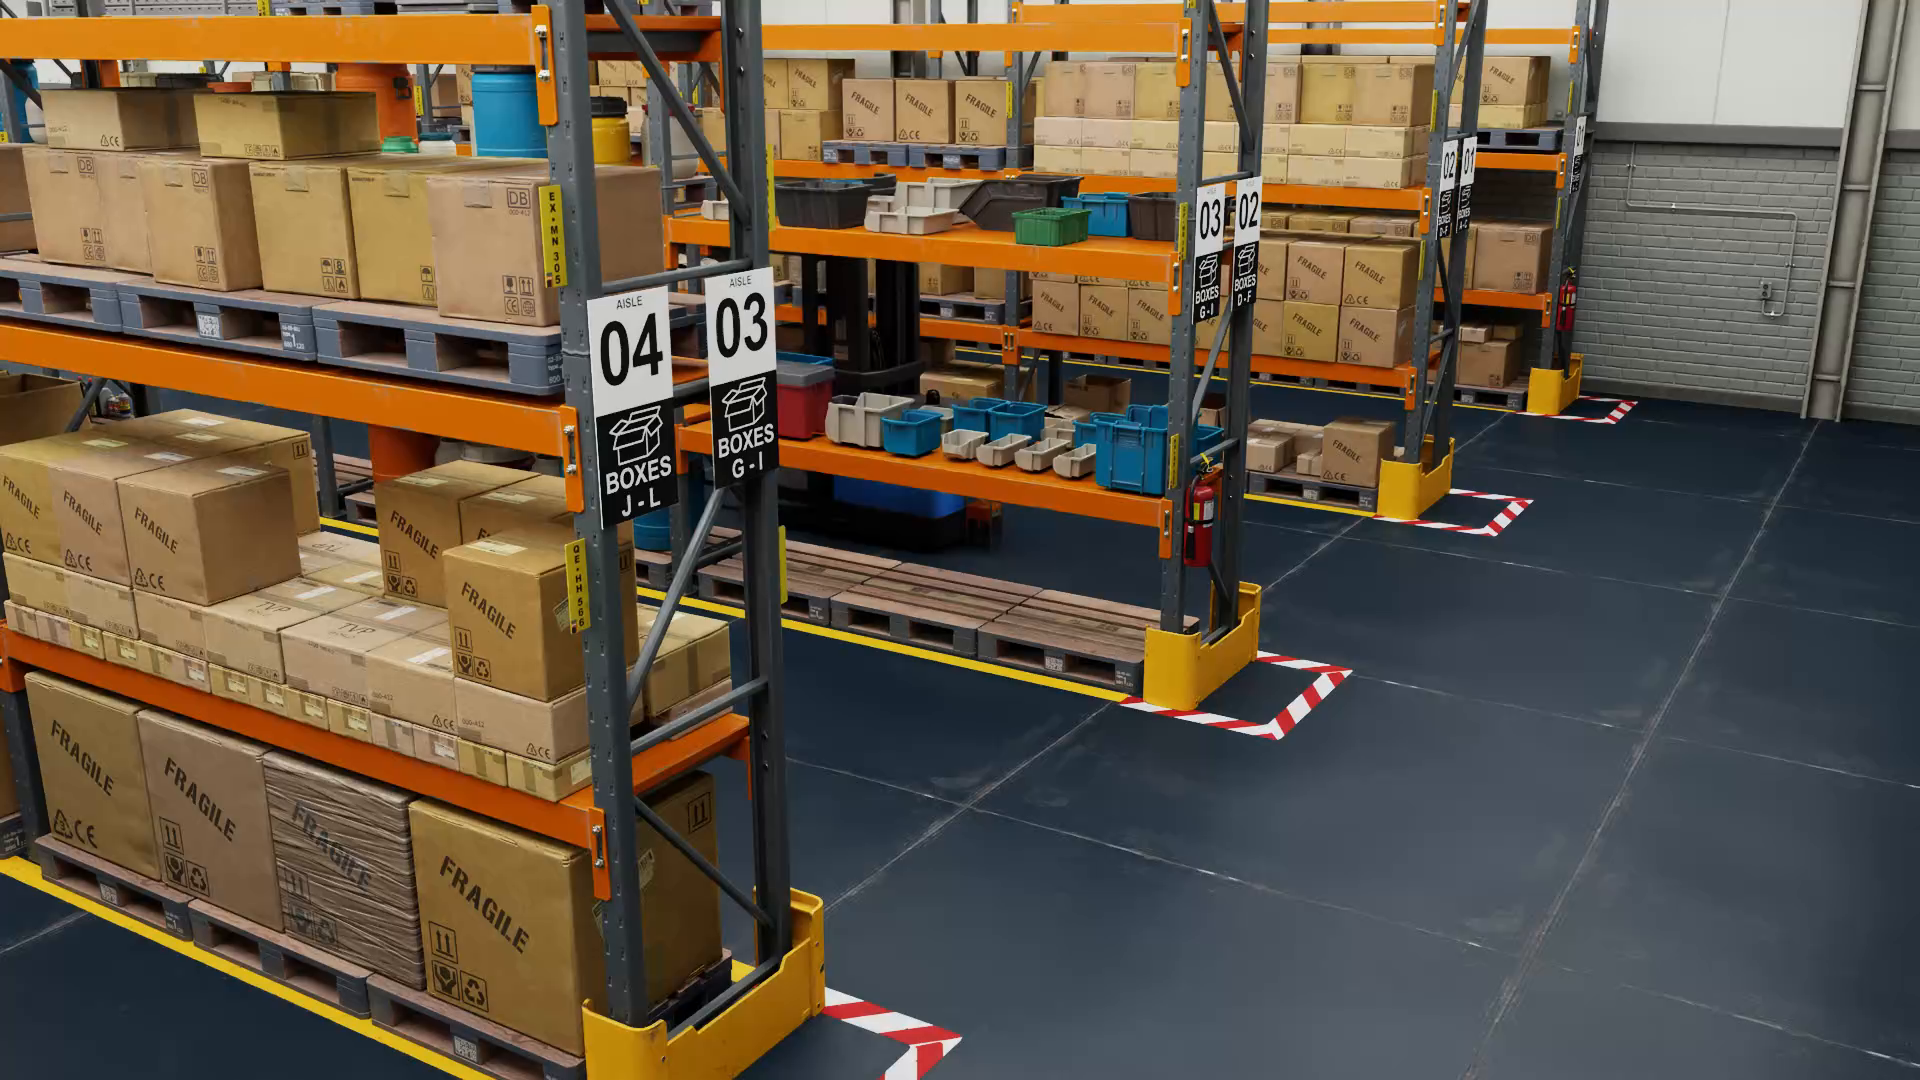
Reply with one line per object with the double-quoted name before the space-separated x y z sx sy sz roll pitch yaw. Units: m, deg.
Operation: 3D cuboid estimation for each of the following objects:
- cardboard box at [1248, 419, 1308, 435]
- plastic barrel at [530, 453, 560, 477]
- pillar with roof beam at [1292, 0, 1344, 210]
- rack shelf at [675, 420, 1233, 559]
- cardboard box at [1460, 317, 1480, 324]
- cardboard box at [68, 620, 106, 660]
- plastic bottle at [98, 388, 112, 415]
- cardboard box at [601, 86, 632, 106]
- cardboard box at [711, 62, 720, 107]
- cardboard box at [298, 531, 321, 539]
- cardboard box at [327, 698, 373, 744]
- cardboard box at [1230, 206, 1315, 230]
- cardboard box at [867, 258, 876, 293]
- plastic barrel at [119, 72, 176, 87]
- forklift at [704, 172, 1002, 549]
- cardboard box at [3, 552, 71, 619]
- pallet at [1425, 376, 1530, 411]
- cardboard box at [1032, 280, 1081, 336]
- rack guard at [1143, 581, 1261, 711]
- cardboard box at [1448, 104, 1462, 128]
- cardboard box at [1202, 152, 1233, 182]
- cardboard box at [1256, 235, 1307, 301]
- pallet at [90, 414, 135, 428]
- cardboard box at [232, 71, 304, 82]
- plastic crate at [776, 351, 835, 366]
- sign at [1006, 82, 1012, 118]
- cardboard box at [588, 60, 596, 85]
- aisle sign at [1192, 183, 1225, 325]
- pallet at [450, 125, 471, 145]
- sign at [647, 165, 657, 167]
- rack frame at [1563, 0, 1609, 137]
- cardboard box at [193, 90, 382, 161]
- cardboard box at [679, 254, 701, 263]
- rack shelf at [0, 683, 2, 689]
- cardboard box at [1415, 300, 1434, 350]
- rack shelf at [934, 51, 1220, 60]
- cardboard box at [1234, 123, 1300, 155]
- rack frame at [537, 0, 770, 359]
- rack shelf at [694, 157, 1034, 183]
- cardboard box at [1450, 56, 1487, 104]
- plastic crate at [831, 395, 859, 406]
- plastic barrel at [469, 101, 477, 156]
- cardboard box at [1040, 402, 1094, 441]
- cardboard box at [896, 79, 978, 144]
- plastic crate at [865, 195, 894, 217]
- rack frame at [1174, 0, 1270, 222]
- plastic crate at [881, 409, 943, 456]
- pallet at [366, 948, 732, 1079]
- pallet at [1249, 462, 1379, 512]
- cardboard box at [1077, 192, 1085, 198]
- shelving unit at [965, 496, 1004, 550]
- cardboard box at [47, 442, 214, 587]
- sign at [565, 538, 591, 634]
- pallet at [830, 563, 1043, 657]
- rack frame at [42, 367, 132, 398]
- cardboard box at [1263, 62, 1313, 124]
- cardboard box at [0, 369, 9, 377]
"cardboard box" 2.988 -0.957 15.844 0.500 0.250 0.500 10 20 30
"plastic barrel" -3.341 -0.452 13.767 0.421 0.512 0.421 0 17 0
"pillar with roof beam" 2.132 -5.505 16.520 0.400 9.000 9.100 10 20 30
"rack shelf" -0.144 -0.491 11.573 4.000 0.370 1.077 10 20 30
"cardboard box" 5.875 -2.489 19.375 0.250 0.149 0.380 10 20 30
"cardboard box" -3.914 0.415 7.786 0.250 0.149 0.380 11 20 32
"plastic bottle" -8.998 -1.463 17.464 0.135 0.276 0.152 11 20 32
"cardboard box" -4.957 -6.473 24.662 0.500 0.500 0.500 9 19 28
"cardboard box" -2.293 -4.867 17.690 0.500 0.500 0.500 10 20 30
"cardboard box" -3.485 0.097 8.146 0.500 0.250 0.500 11 20 32
"cardboard box" -2.379 0.689 6.885 0.250 0.149 0.380 10 19 29
"cardboard box" 3.790 -3.650 20.219 0.700 0.700 0.980 10 20 31
"cardboard box" -0.791 -2.867 17.266 0.500 0.500 0.700 5 18 16
"plastic barrel" -7.561 -3.908 15.562 0.600 0.901 0.600 0 17 0
"forklift" -1.158 -1.634 14.218 3.031 2.935 1.130 11 20 32
"cardboard box" -4.177 0.153 7.961 0.500 0.250 0.500 10 19 29
"pallet" 6.022 -1.752 19.286 1.213 0.211 1.003 10 20 30
"cardboard box" 1.039 -2.268 16.015 0.500 0.500 0.500 11 20 31
"rack guard" 1.587 0.666 10.829 0.348 0.500 1.175 10 20 30
"cardboard box" 5.538 -4.721 18.465 0.500 0.250 0.500 9 19 28
"cardboard box" 2.309 -3.365 14.894 0.500 0.250 0.500 10 20 30
"cardboard box" 2.757 -2.437 14.851 0.500 0.500 0.500 11 20 32
"pallet" -9.216 -1.134 17.252 1.213 0.211 1.003 10 20 30
"cardboard box" -8.991 -5.855 21.692 0.637 0.503 0.797 12 20 34
"plastic crate" -1.272 -1.174 12.508 0.575 0.384 0.392 10 20 30
"sign" 0.460 -4.098 15.484 0.005 0.325 0.100 10 20 30
"cardboard box" -5.845 -7.106 25.027 0.500 0.500 0.500 11 20 32
"aisle sign" 1.468 -1.691 9.814 0.004 0.787 0.394 10 20 30
"pallet" -5.312 -4.795 19.673 1.217 0.209 0.805 9 19 28
"sign" -2.138 -2.443 11.585 0.005 0.325 0.100 10 20 30
"rack frame" 6.745 -5.855 17.673 0.127 3.000 1.000 10 20 30
"cardboard box" -2.748 -1.704 6.813 0.500 0.250 0.500 9 19 28
"cardboard box" -3.322 -3.115 19.128 0.500 0.311 0.500 10 19 29
"rack shelf" -6.145 0.128 9.538 4.000 0.370 1.077 10 20 30
"cardboard box" 3.915 -1.937 14.926 0.500 0.500 0.500 11 20 31
"rack shelf" 1.632 -6.232 20.840 4.000 0.370 1.077 10 20 30
"cardboard box" 2.734 -3.527 14.570 0.500 0.250 0.500 10 20 30
"rack frame" -1.032 -2.174 5.557 0.127 3.000 1.000 10 20 30
"rack shelf" -0.957 -3.760 17.177 4.000 0.370 1.077 10 20 30
"cardboard box" 5.557 -5.078 18.349 0.500 0.500 0.500 11 20 32
"plastic crate" -0.754 -0.932 12.160 0.590 0.125 0.437 10 20 30
"plastic barrel" -3.668 -3.216 13.191 0.433 0.535 0.433 0 17 0
"cardboard box" 0.991 -1.172 16.447 0.500 0.311 0.500 10 20 30
"cardboard box" -0.225 -4.288 16.609 0.600 0.600 0.600 10 19 29
"plastic crate" -0.566 -2.349 11.746 0.466 0.136 0.293 10 20 30
"rack frame" 1.560 -3.401 9.595 0.127 3.000 1.000 10 20 30
"plastic crate" -0.324 -0.728 11.302 0.300 0.233 0.416 10 20 30
"pallet" -1.754 1.928 7.171 1.213 0.211 1.003 10 20 30
"pallet" 3.411 -0.555 15.346 1.213 0.211 1.003 10 20 30
"cardboard box" 1.504 -4.394 21.177 0.500 0.250 0.500 10 19 29
"shelving unit" 0.201 -0.464 13.604 0.252 1.050 0.215 11 20 32
"cardboard box" -3.751 -0.129 7.600 0.500 0.500 0.500 10 20 30
"sign" -1.328 0.161 5.790 0.005 0.325 0.100 10 20 30
"pallet" -0.158 0.483 11.929 1.213 0.211 1.003 10 20 30
"rack frame" -8.666 -2.356 16.476 0.127 3.000 1.000 10 20 30
"cardboard box" 2.845 -3.939 14.634 0.500 0.500 0.700 10 20 30
"cardboard box" -5.568 -0.643 8.938 0.637 0.503 0.797 10 20 31
